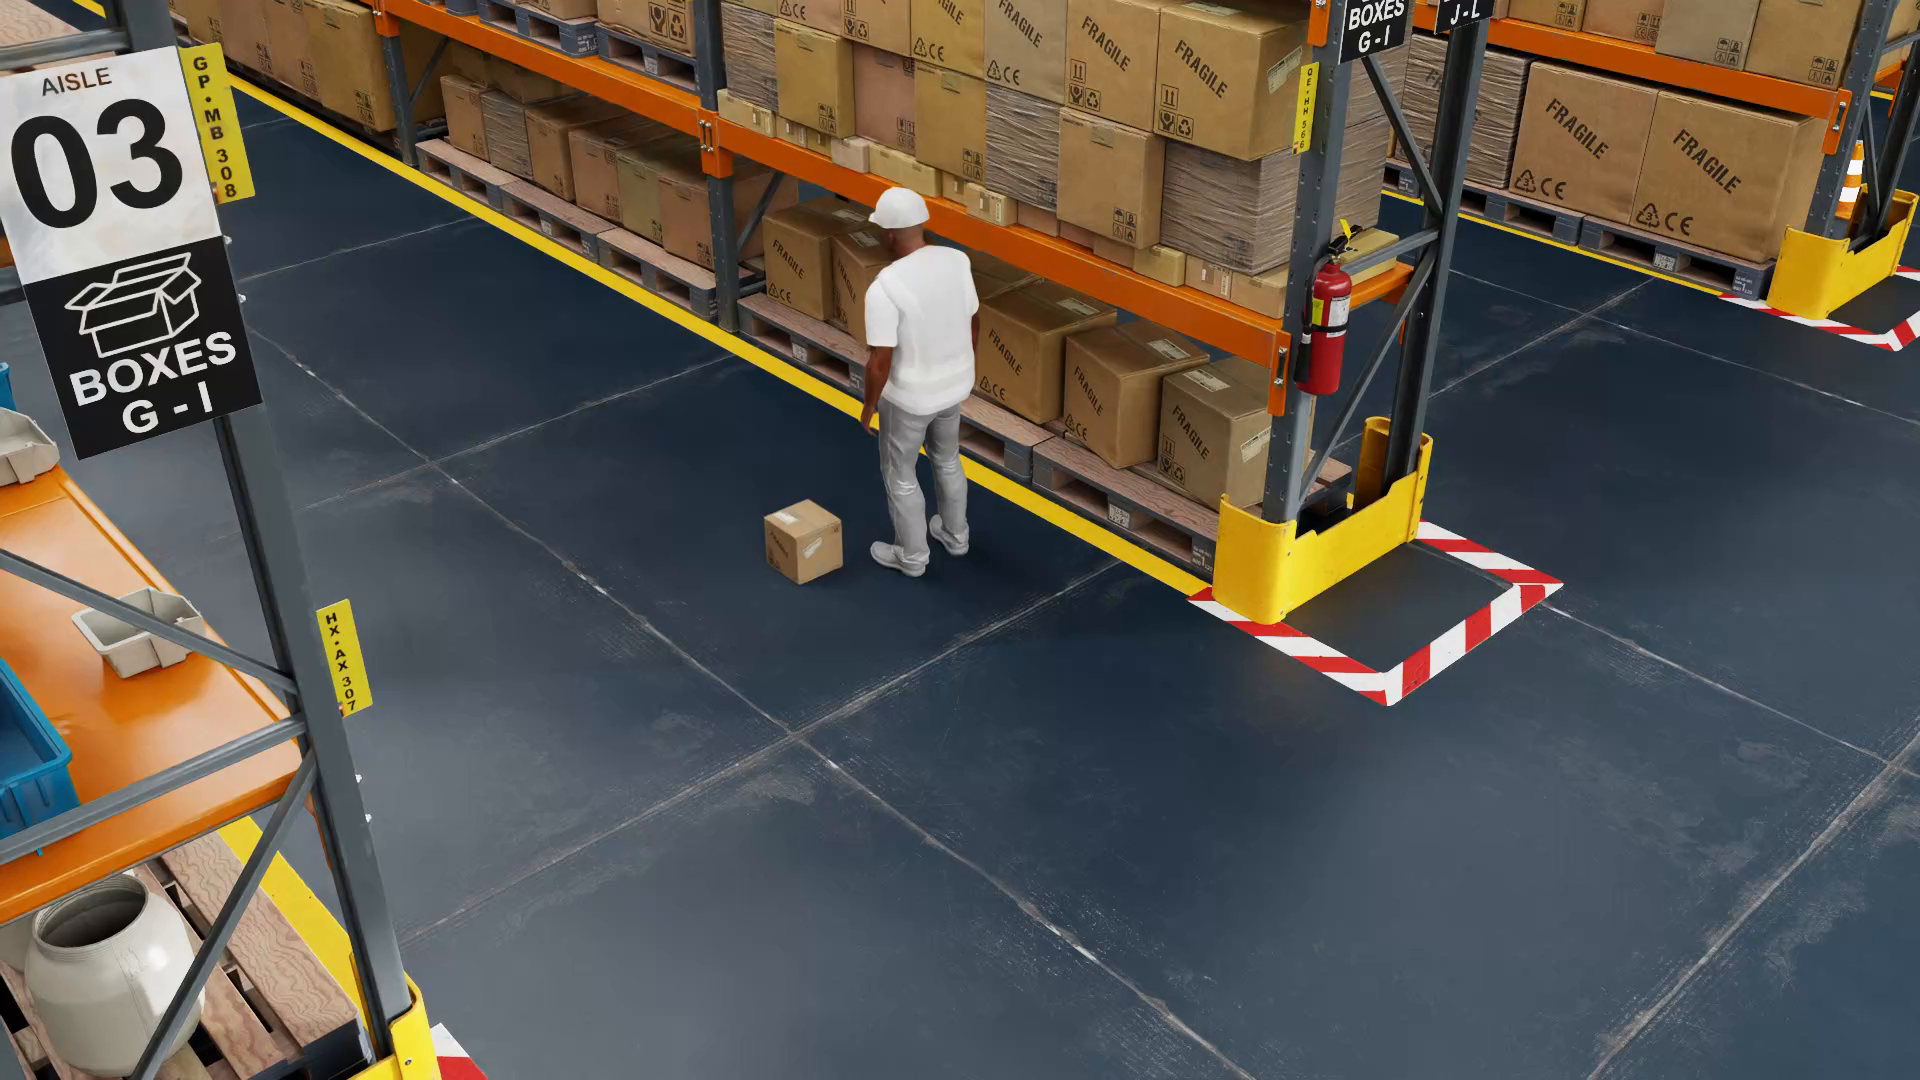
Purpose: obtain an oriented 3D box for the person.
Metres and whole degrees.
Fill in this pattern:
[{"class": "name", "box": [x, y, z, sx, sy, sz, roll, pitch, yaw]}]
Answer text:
[{"class": "person", "box": [-0.183, -0.667, 7.208, 0.616, 1.756, 0.459, -25, 39, -34]}]
